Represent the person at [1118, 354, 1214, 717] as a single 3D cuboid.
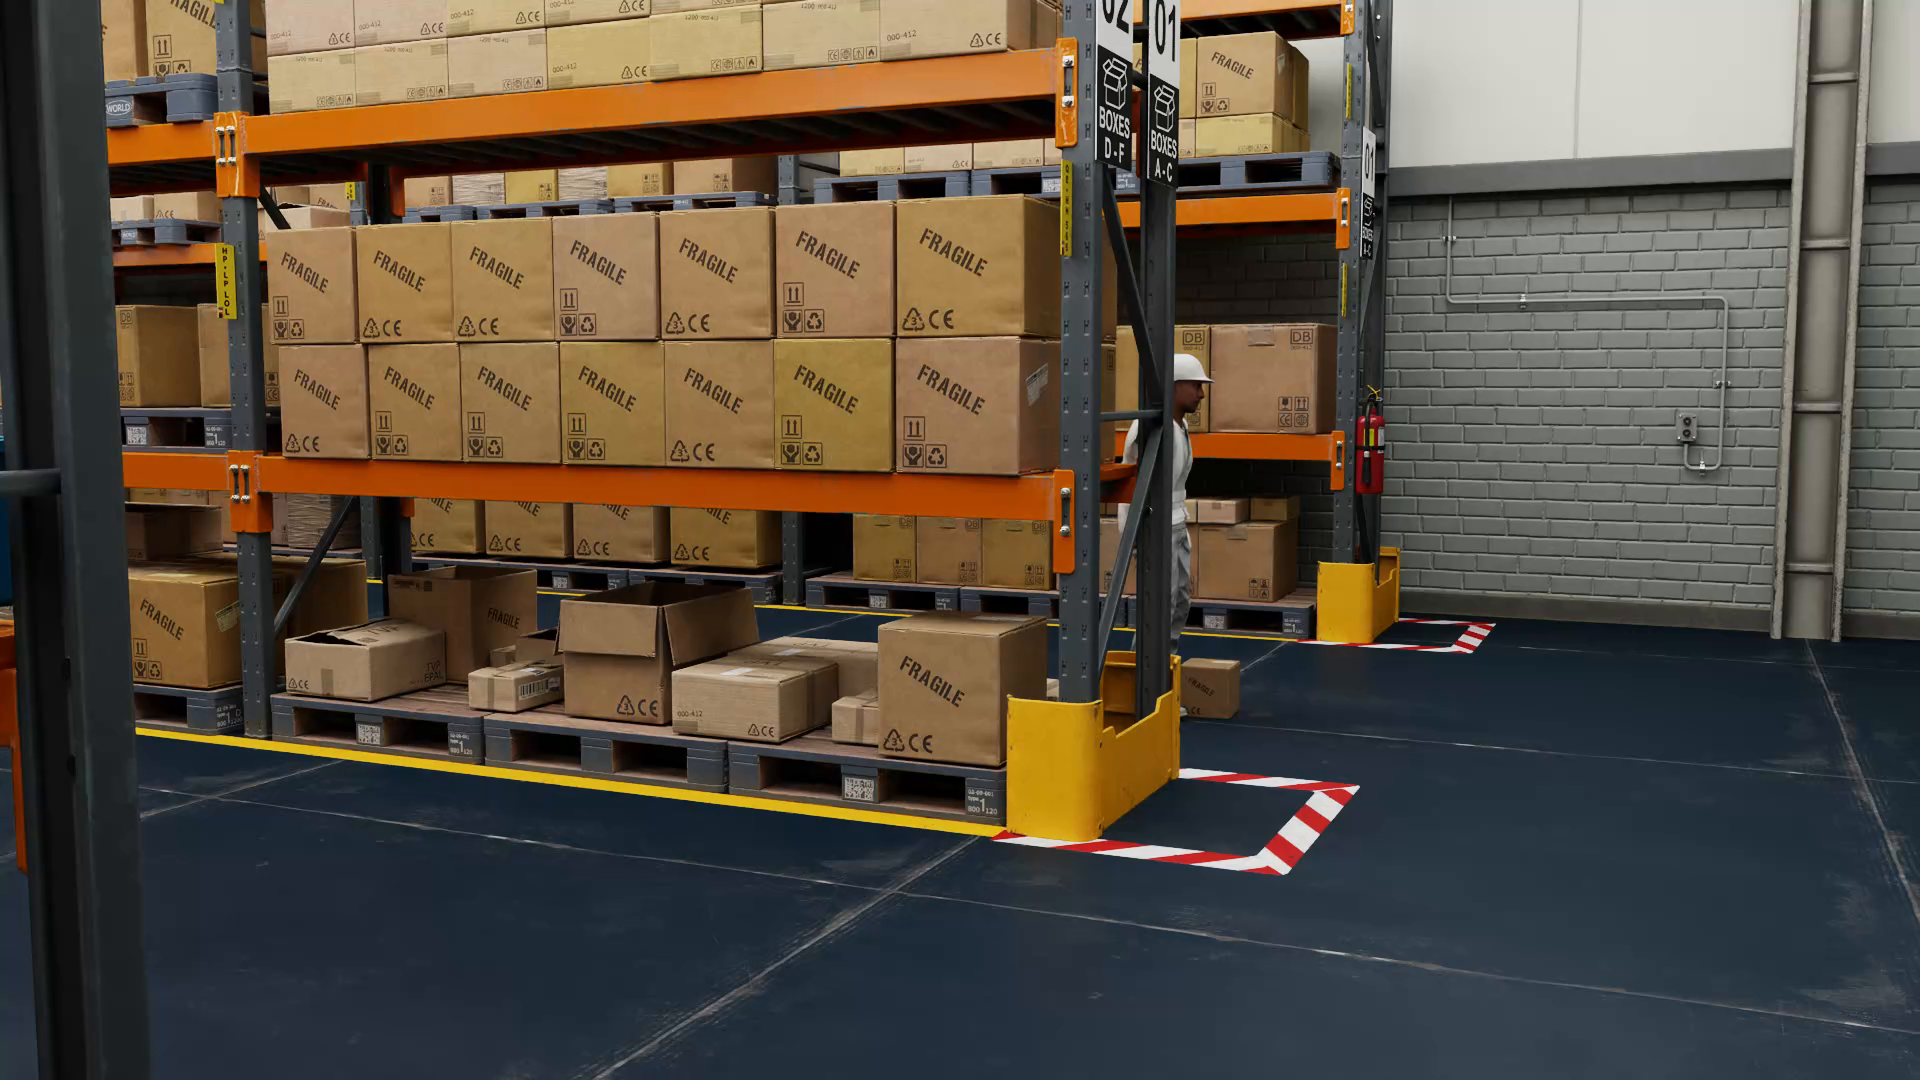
[{"bbox_3d":[1.020,-0.030,8.247,0.450,1.772,0.619,2,6,20],"label":"person"}]
